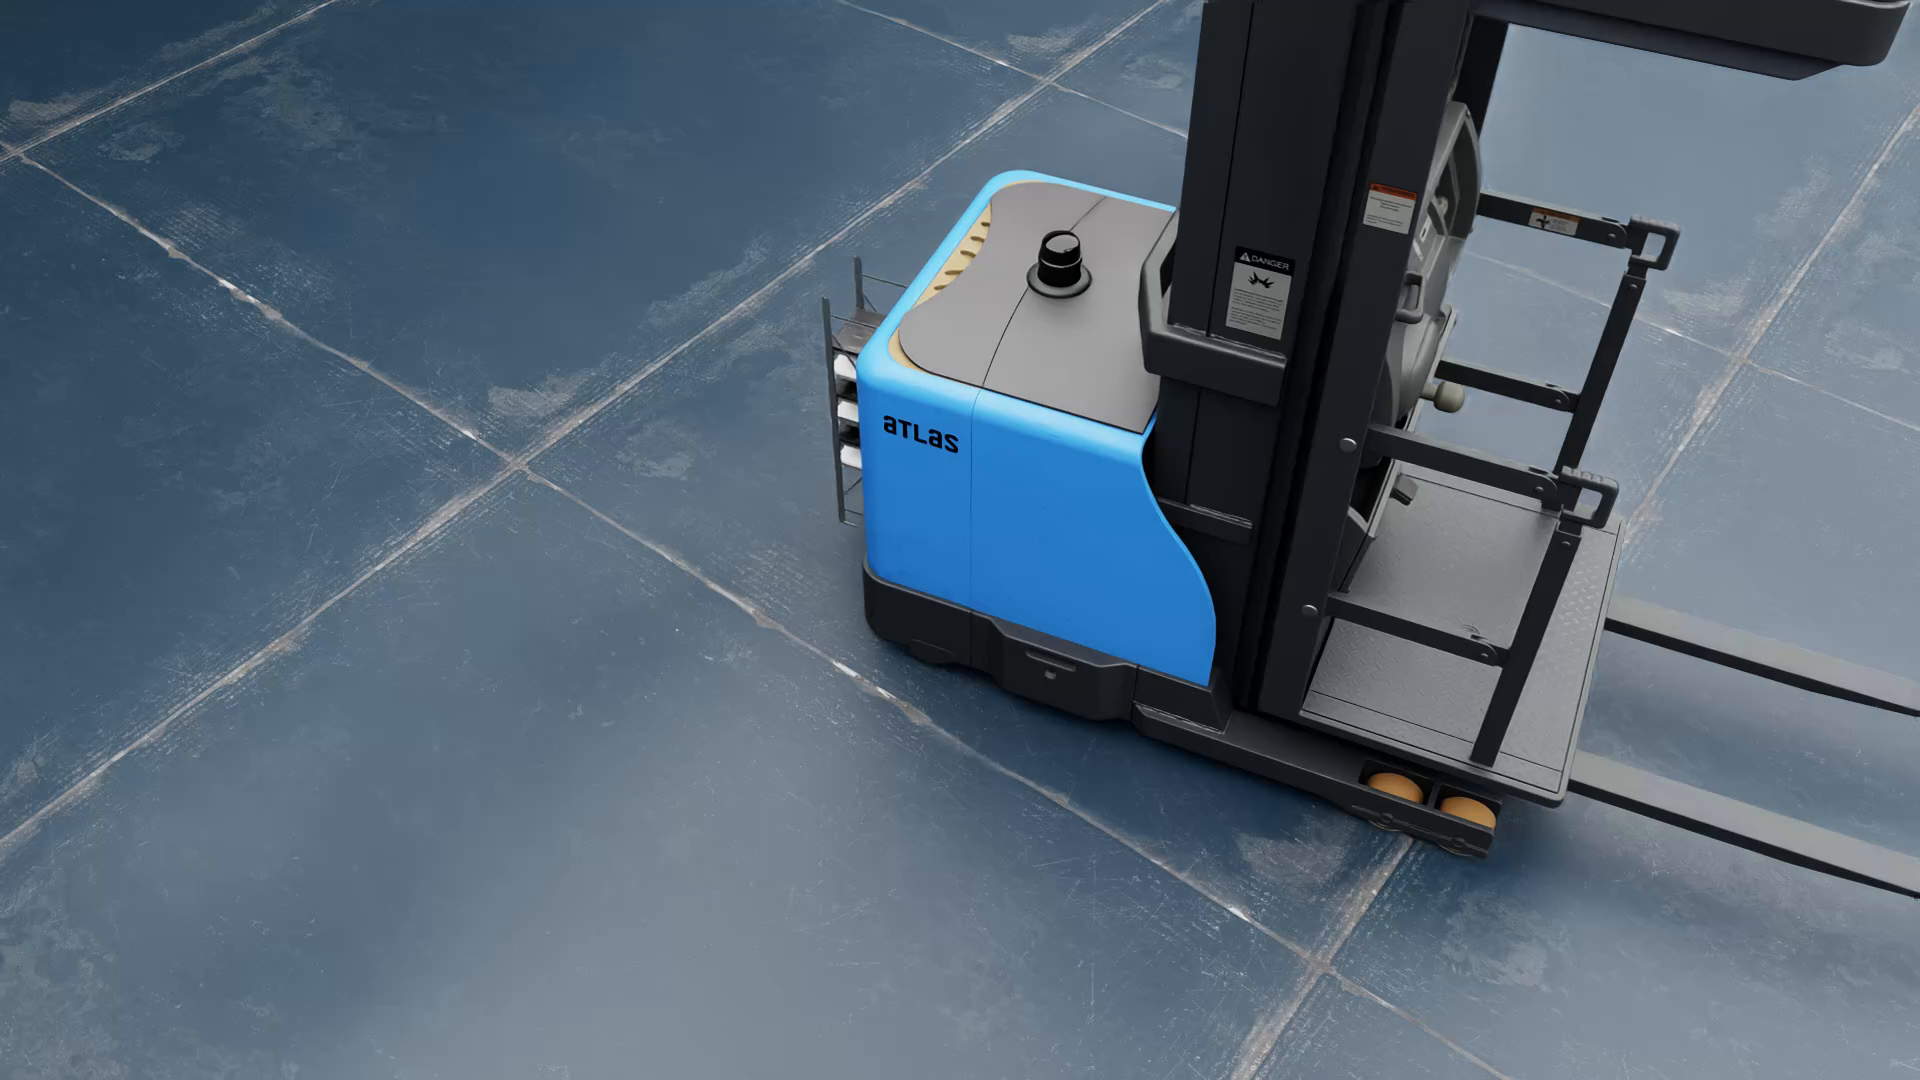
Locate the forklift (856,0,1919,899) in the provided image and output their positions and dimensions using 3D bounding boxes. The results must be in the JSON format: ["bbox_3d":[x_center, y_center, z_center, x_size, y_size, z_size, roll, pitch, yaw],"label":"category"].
[{"bbox_3d":[1.282,-0.611,3.806,3.031,2.935,1.130,18,49,16],"label":"forklift"}]

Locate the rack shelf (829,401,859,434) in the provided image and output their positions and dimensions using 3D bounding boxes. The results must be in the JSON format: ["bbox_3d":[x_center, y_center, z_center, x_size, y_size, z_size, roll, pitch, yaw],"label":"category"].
[{"bbox_3d":[-0.234,-0.381,5.037,0.258,0.077,0.200,18,49,16],"label":"rack shelf"}]

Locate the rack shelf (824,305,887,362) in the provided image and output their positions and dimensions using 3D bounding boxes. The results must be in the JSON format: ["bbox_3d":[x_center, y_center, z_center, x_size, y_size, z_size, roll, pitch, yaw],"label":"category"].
[{"bbox_3d":[-0.235,-0.567,4.842,0.258,0.077,0.200,18,49,16],"label":"rack shelf"}]

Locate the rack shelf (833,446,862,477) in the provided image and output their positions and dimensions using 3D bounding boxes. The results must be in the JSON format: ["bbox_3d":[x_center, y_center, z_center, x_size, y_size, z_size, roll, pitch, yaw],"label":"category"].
[{"bbox_3d":[-0.234,-0.256,5.167,0.258,0.077,0.200,18,49,16],"label":"rack shelf"}]

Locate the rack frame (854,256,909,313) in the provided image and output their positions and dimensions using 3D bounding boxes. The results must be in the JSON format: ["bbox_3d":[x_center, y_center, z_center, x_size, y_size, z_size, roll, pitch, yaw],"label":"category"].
[{"bbox_3d":[-0.193,-0.471,5.077,0.240,0.900,0.006,18,49,16],"label":"rack frame"}]

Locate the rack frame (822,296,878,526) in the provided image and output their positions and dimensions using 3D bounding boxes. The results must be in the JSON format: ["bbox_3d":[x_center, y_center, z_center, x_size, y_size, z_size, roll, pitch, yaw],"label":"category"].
[{"bbox_3d":[-0.276,-0.336,4.949,0.240,0.900,0.006,18,49,16],"label":"rack frame"}]

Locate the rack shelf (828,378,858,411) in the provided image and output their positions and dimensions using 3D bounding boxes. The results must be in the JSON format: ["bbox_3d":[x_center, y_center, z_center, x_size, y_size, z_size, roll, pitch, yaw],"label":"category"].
[{"bbox_3d":[-0.235,-0.443,4.972,0.258,0.077,0.200,18,49,16],"label":"rack shelf"}]

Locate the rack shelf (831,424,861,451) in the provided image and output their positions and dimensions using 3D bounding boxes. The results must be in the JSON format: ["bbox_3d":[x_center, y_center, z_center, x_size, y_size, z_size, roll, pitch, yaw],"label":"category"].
[{"bbox_3d":[-0.234,-0.318,5.102,0.258,0.077,0.200,18,49,16],"label":"rack shelf"}]

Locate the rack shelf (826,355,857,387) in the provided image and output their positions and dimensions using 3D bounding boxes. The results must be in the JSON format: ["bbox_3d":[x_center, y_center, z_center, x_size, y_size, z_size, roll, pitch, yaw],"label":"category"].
[{"bbox_3d":[-0.235,-0.505,4.907,0.258,0.077,0.200,18,49,16],"label":"rack shelf"}]

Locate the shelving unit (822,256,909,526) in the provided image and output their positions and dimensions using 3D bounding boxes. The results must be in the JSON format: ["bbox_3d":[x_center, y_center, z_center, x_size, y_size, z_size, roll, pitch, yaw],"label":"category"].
[{"bbox_3d":[-0.235,-0.404,5.013,0.258,0.900,0.210,18,49,16],"label":"shelving unit"}]
